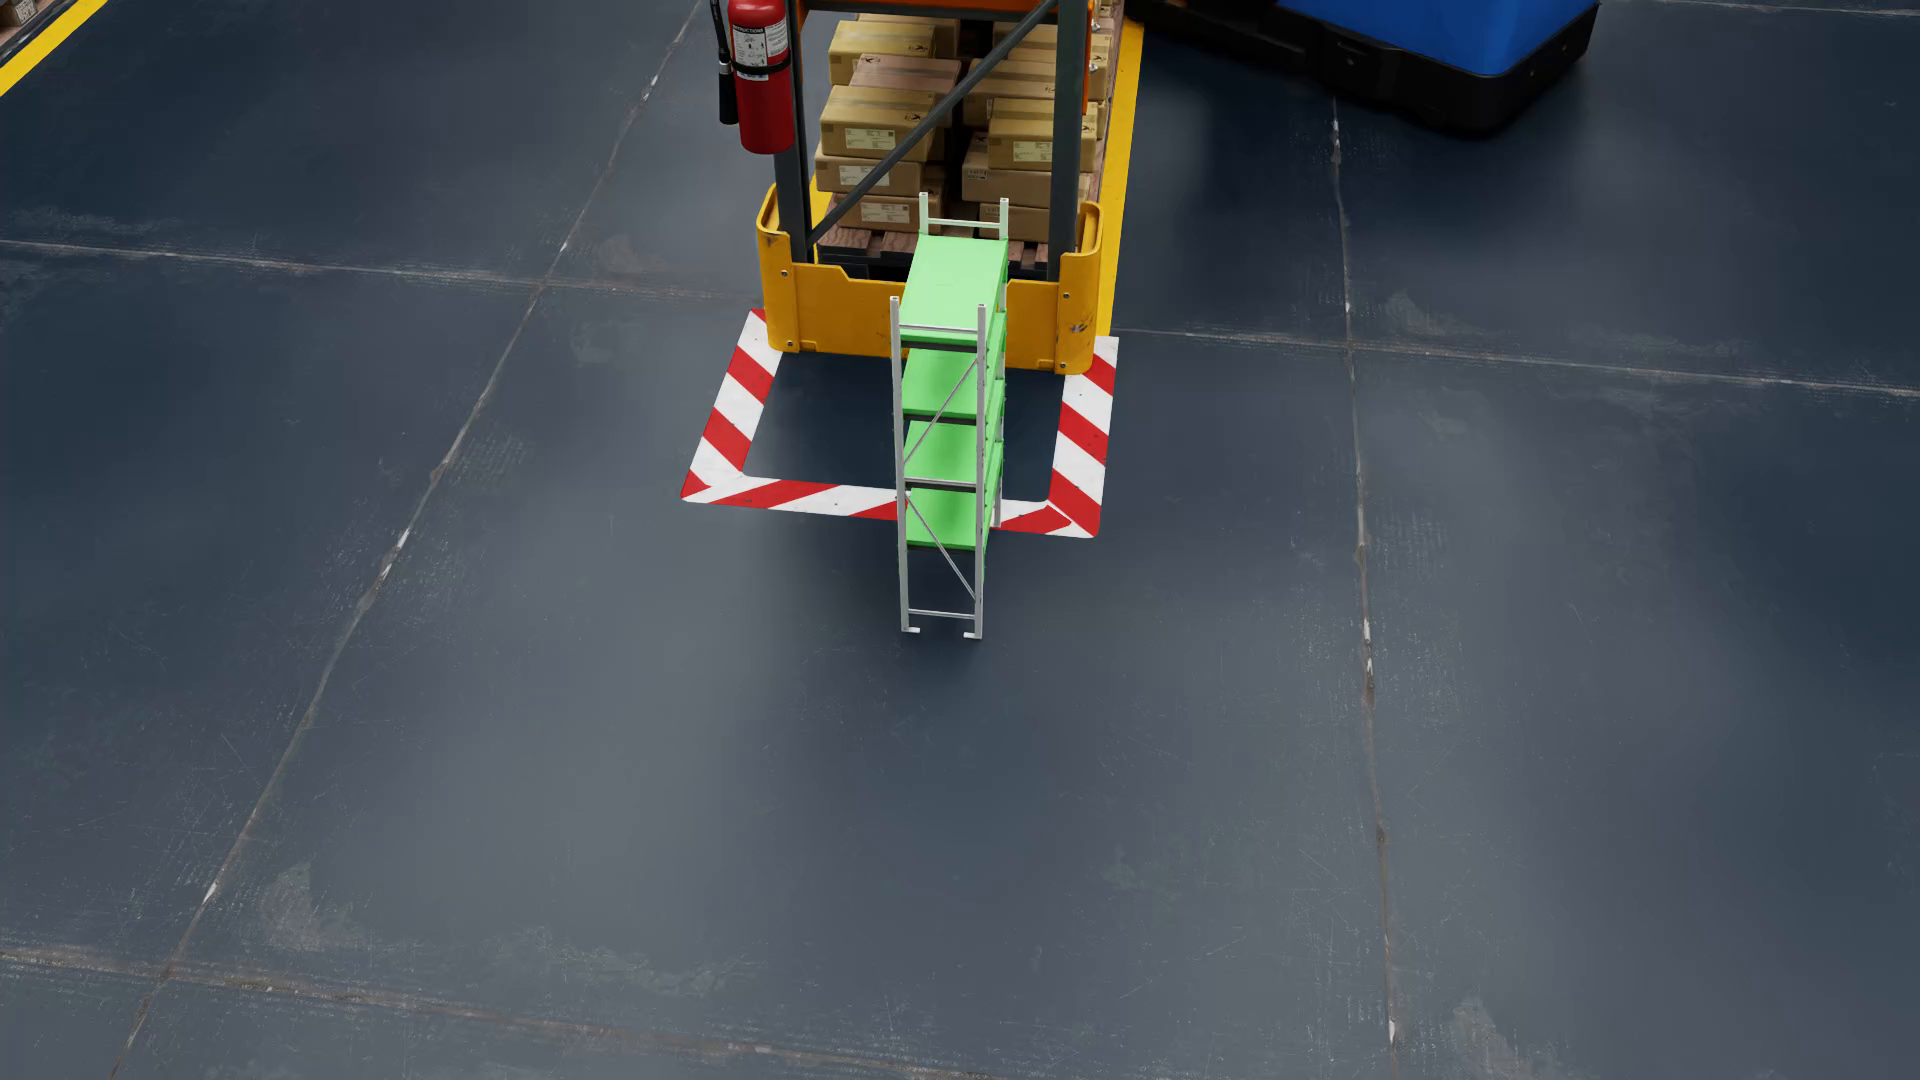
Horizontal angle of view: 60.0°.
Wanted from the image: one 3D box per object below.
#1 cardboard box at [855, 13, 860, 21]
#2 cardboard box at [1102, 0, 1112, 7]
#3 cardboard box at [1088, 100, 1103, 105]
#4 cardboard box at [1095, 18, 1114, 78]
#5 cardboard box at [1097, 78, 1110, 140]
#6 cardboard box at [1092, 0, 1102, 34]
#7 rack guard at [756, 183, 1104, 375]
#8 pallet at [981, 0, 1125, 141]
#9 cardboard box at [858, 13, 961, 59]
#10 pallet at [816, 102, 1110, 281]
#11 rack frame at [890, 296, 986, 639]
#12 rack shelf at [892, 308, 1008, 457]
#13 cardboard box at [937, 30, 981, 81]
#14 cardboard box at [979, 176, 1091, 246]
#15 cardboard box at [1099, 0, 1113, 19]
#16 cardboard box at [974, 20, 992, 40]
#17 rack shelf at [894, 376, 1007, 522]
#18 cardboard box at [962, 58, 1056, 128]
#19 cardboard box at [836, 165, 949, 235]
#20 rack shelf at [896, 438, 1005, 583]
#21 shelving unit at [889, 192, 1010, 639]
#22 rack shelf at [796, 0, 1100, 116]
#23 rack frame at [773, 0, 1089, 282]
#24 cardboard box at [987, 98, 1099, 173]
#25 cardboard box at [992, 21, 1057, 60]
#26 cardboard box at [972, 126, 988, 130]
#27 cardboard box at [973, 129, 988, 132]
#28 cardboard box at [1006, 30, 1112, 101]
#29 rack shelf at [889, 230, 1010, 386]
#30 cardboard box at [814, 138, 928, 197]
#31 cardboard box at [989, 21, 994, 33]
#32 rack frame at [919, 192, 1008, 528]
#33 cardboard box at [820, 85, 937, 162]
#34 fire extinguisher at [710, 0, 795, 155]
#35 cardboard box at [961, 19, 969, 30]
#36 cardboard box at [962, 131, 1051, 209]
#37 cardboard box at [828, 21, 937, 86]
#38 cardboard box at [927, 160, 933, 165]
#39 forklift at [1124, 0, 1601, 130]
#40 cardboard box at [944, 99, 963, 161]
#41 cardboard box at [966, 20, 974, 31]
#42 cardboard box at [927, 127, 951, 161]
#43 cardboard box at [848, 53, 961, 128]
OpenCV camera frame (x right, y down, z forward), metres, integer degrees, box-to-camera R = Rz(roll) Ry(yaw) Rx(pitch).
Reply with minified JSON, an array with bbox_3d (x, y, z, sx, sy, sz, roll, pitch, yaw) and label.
[{"bbox_3d":[-0.215,-2.213,6.741,0.380,0.149,0.250,7,44,7],"label":"cardboard box"},{"bbox_3d":[0.451,-2.341,6.876,0.380,0.149,0.250,6,44,6],"label":"cardboard box"},{"bbox_3d":[0.393,-1.863,6.588,0.380,0.149,0.250,7,44,7],"label":"cardboard box"},{"bbox_3d":[0.457,-2.093,7.046,0.380,0.149,0.250,3,44,3],"label":"cardboard box"},{"bbox_3d":[0.399,-1.748,6.683,0.380,0.149,0.250,6,44,6],"label":"cardboard box"},{"bbox_3d":[0.371,-2.166,6.691,0.380,0.149,0.250,7,44,7],"label":"cardboard box"},{"bbox_3d":[-0.099,-0.927,5.865,1.175,0.500,0.348,5,44,6],"label":"rack guard"},{"bbox_3d":[0.207,-2.202,7.422,1.003,0.211,1.213,5,44,6],"label":"pallet"},{"bbox_3d":[-0.195,-2.025,6.542,0.380,0.149,0.250,4,44,4],"label":"cardboard box"},{"bbox_3d":[0.043,-1.373,6.546,1.003,0.211,1.213,5,44,6],"label":"pallet"},{"bbox_3d":[-0.054,-0.156,4.543,0.240,1.200,0.015,5,44,6],"label":"rack frame"},{"bbox_3d":[-0.022,-0.451,4.597,0.258,0.148,0.480,5,44,6],"label":"rack shelf"},{"bbox_3d":[-0.118,-1.922,6.650,0.380,0.149,0.250,5,44,5],"label":"cardboard box"},{"bbox_3d":[0.277,-1.228,6.134,0.380,0.149,0.250,6,44,6],"label":"cardboard box"},{"bbox_3d":[0.468,-2.284,7.248,0.380,0.149,0.250,5,44,6],"label":"cardboard box"},{"bbox_3d":[-0.038,-2.333,7.301,0.380,0.149,0.250,6,44,7],"label":"cardboard box"},{"bbox_3d":[-0.022,-0.276,4.762,0.258,0.148,0.480,5,44,6],"label":"rack shelf"},{"bbox_3d":[0.214,-1.641,6.137,0.380,0.149,0.250,6,44,6],"label":"cardboard box"},{"bbox_3d":[-0.247,-1.278,6.186,0.380,0.149,0.250,6,44,6],"label":"cardboard box"},{"bbox_3d":[-0.022,-0.102,4.927,0.258,0.148,0.480,5,44,6],"label":"rack shelf"},{"bbox_3d":[-0.022,-0.323,4.718,0.258,1.200,0.503,5,44,6],"label":"shelving unit"},{"bbox_3d":[0.155,-2.885,6.638,1.077,0.370,4.000,5,44,6],"label":"rack shelf"},{"bbox_3d":[-0.109,-1.783,4.951,1.000,3.000,0.127,5,44,6],"label":"rack frame"},{"bbox_3d":[0.297,-1.442,5.927,0.380,0.149,0.250,3,44,4],"label":"cardboard box"},{"bbox_3d":[0.325,-1.978,6.493,0.380,0.149,0.250,3,44,3],"label":"cardboard box"},{"bbox_3d":[0.251,-1.698,6.414,0.380,0.149,0.250,6,44,6],"label":"cardboard box"},{"bbox_3d":[0.257,-1.584,6.509,0.380,0.149,0.250,6,44,6],"label":"cardboard box"},{"bbox_3d":[0.374,-1.801,6.306,0.380,0.149,0.250,5,44,5],"label":"cardboard box"},{"bbox_3d":[-0.022,-0.625,4.432,0.258,0.148,0.480,5,44,6],"label":"rack shelf"},{"bbox_3d":[-0.323,-1.394,6.092,0.380,0.149,0.250,4,44,4],"label":"cardboard box"},{"bbox_3d":[0.328,-2.241,6.987,0.380,0.149,0.250,7,44,8],"label":"cardboard box"},{"bbox_3d":[0.010,-0.489,4.894,0.240,1.200,0.015,5,44,6],"label":"rack frame"},{"bbox_3d":[-0.291,-1.500,5.988,0.380,0.149,0.250,6,44,6],"label":"cardboard box"},{"bbox_3d":[-0.600,-1.490,4.969,0.296,0.674,0.183,5,44,6],"label":"fire extinguisher"},{"bbox_3d":[-0.148,-2.275,7.023,0.380,0.149,0.250,7,44,8],"label":"cardboard box"},{"bbox_3d":[0.214,-1.342,6.037,0.380,0.149,0.250,7,44,7],"label":"cardboard box"},{"bbox_3d":[-0.292,-1.854,6.362,0.380,0.149,0.250,4,44,5],"label":"cardboard box"},{"bbox_3d":[-0.313,-1.462,6.381,0.380,0.149,0.250,6,44,7],"label":"cardboard box"},{"bbox_3d":[1.377,-3.652,6.976,3.031,2.935,1.130,31,51,28],"label":"forklift"},{"bbox_3d":[-0.193,-1.635,6.563,0.380,0.149,0.250,5,44,5],"label":"cardboard box"},{"bbox_3d":[-0.145,-2.168,7.126,0.380,0.149,0.250,6,44,6],"label":"cardboard box"},{"bbox_3d":[-0.235,-1.567,6.275,0.380,0.149,0.250,4,44,5],"label":"cardboard box"},{"bbox_3d":[-0.201,-1.666,6.163,0.380,0.149,0.250,6,44,6],"label":"cardboard box"}]
